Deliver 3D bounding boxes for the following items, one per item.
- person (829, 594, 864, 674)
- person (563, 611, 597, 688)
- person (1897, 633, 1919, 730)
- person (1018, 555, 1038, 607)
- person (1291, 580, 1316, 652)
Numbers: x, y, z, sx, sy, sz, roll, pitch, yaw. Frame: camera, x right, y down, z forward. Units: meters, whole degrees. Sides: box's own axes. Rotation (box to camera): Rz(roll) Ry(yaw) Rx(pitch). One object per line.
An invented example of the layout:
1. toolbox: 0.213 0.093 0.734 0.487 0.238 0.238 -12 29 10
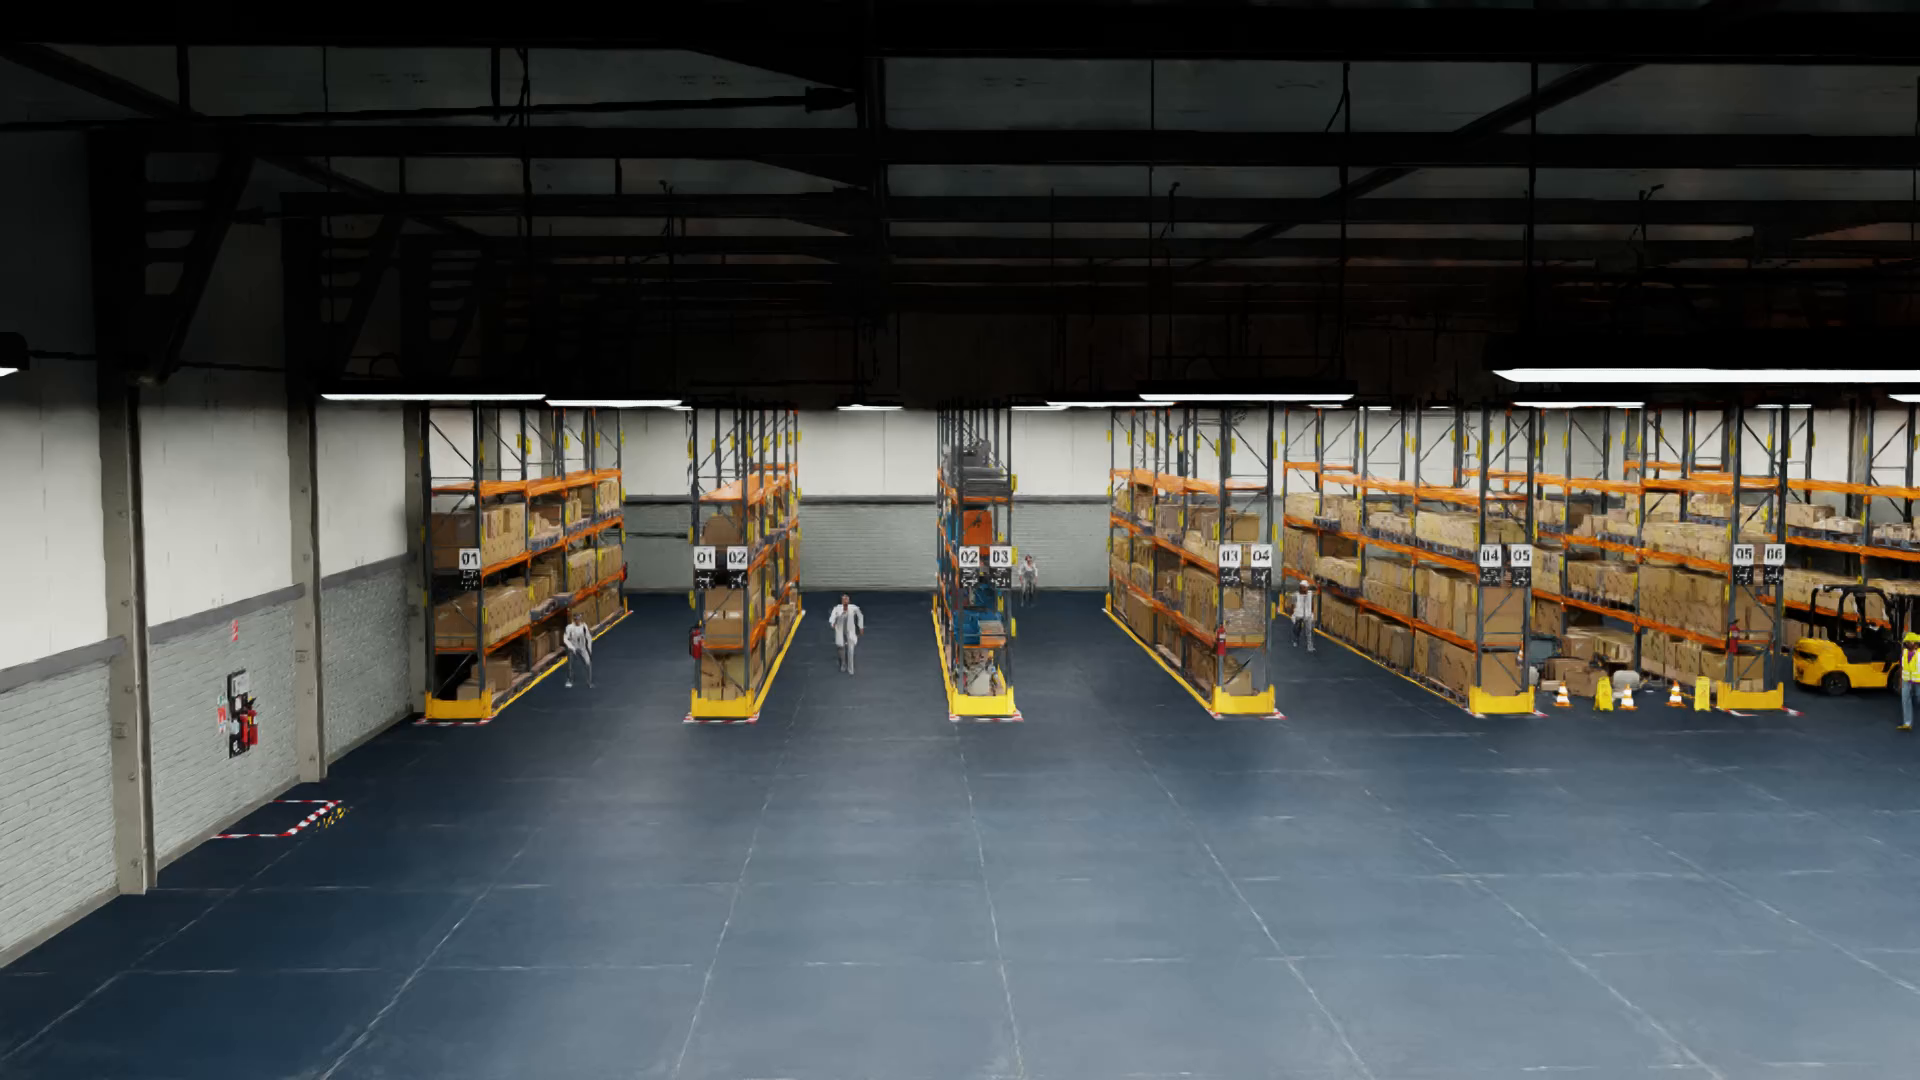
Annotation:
1. person: -2.507 2.038 36.581 0.733 1.716 0.904 0 4 3
2. person: -7.902 2.253 34.412 0.641 1.610 0.800 -2 5 -20
3. person: 17.208 2.542 29.954 0.614 1.762 0.594 -3 5 -34
4. person: 1.996 1.194 48.780 0.566 1.541 0.519 0 4 -5
5. person: 8.189 1.791 39.714 0.566 1.706 1.122 0 4 0
